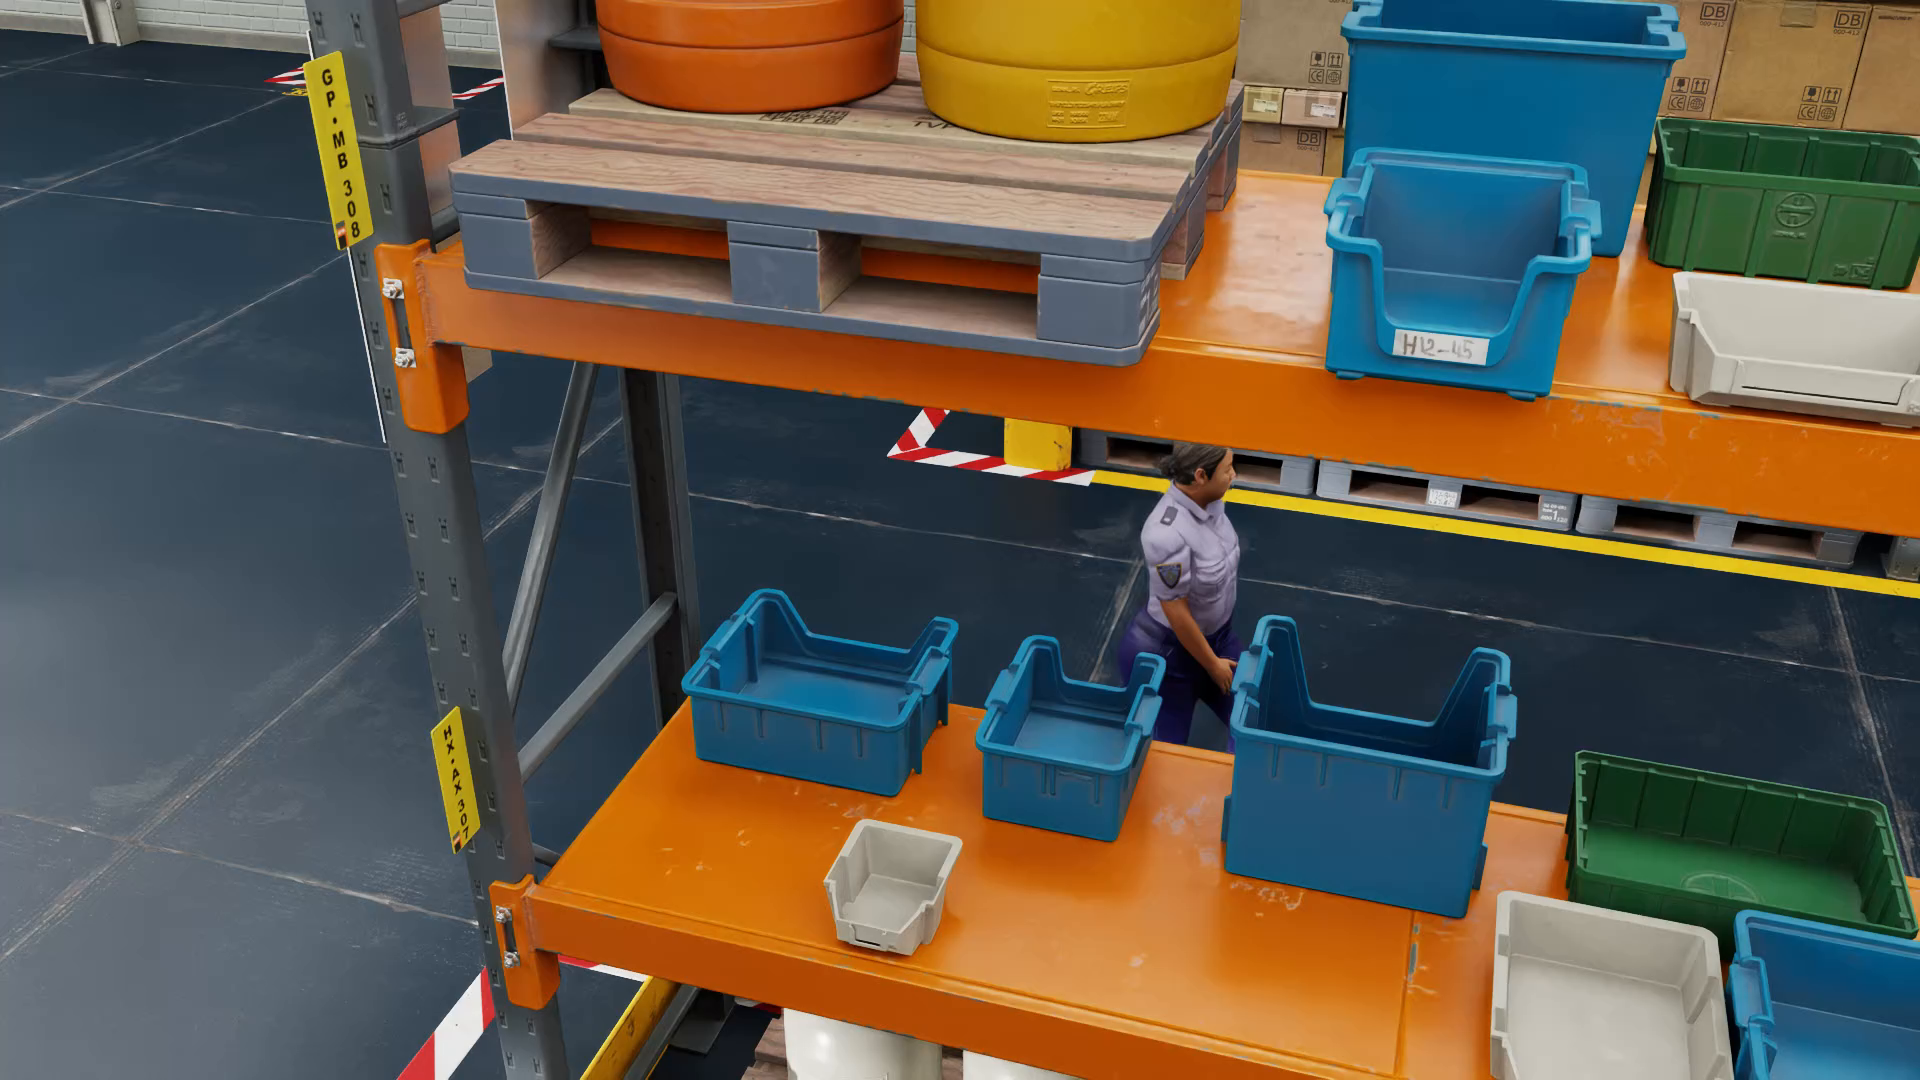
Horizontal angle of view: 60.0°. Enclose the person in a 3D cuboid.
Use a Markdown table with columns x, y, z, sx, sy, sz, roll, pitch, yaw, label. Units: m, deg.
| x | y | z | sx | sy | sz | roll | pitch | yaw | label |
| --- | --- | --- | --- | --- | --- | --- | --- | --- | --- |
| 0.751 | 0.375 | 5.512 | 0.434 | 1.695 | 0.538 | 8 | 30 | 14 | person |
